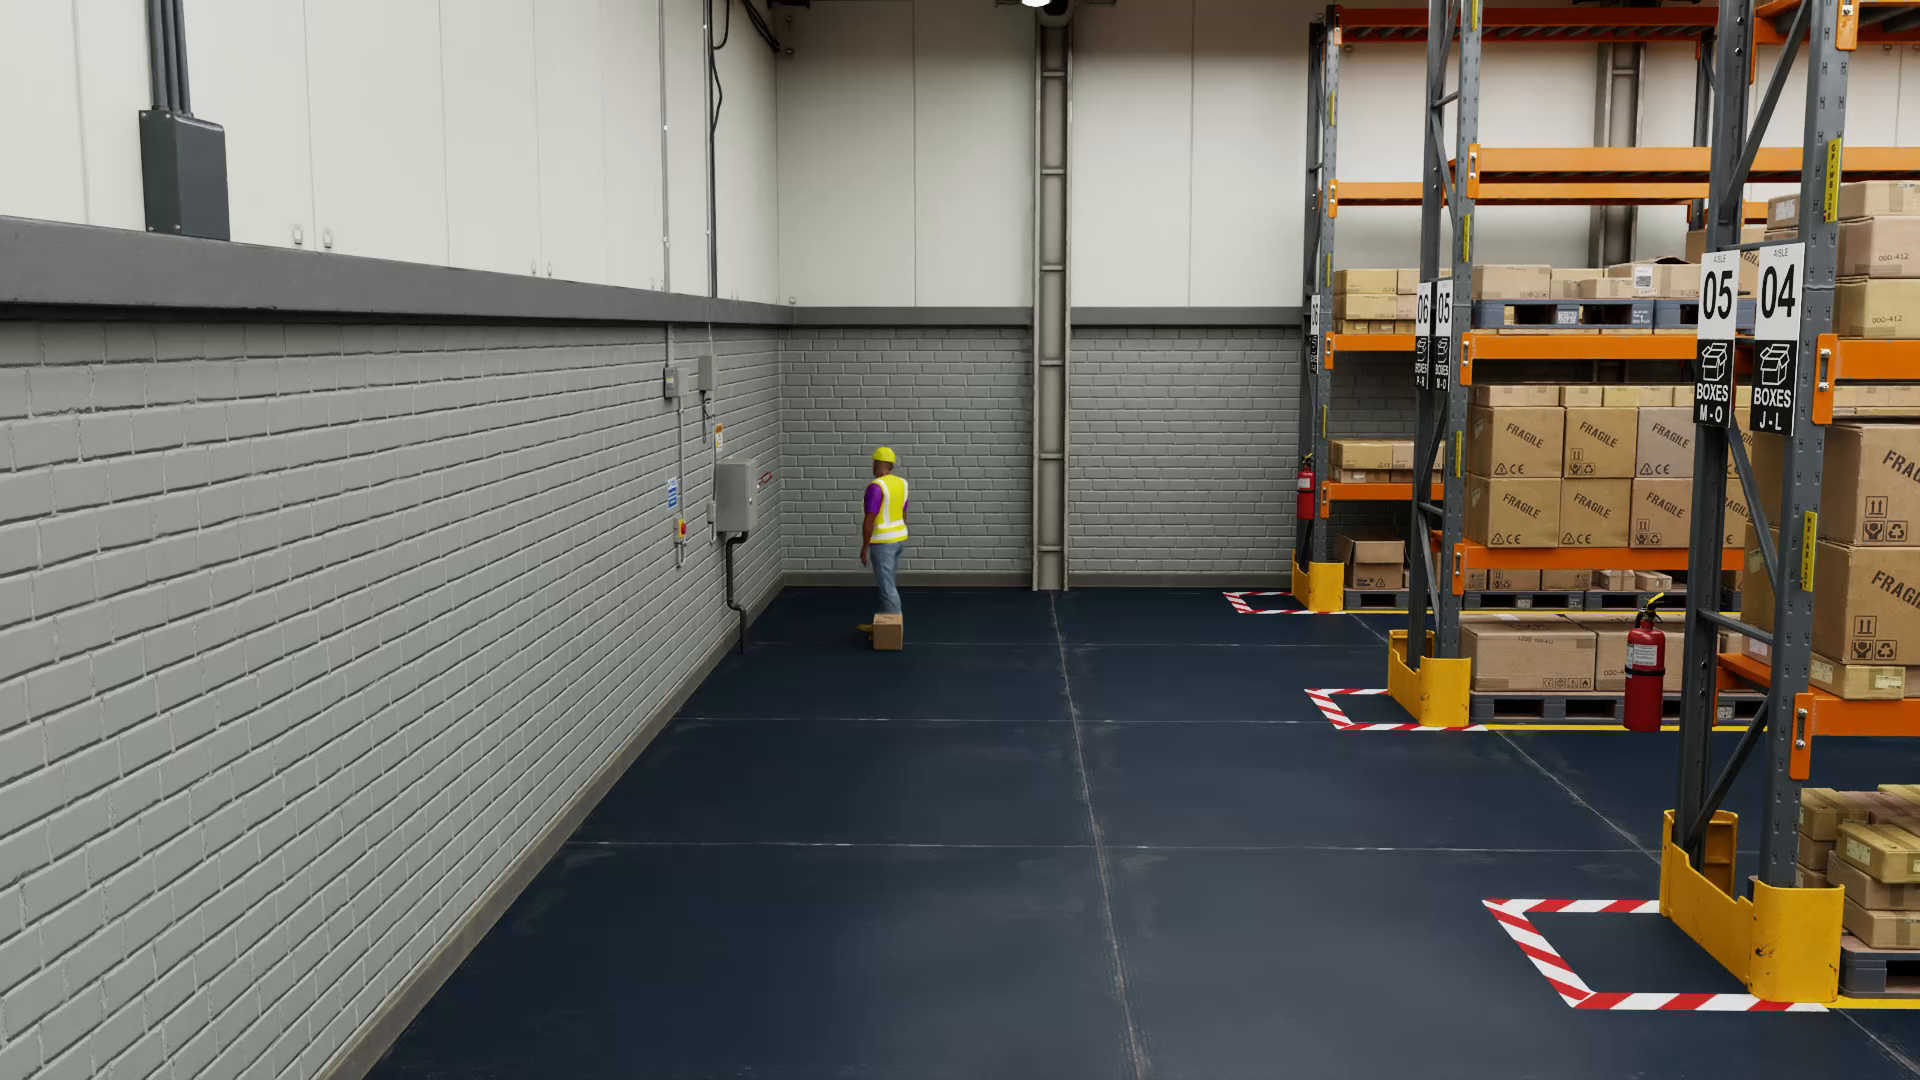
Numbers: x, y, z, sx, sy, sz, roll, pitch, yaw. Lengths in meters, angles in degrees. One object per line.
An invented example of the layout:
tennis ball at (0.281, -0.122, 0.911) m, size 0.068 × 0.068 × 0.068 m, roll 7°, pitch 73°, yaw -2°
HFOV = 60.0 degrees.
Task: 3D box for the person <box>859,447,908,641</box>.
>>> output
person at (-0.729, 0.025, 15.274) m, size 0.570 × 1.763 × 0.654 m, roll 3°, pitch 8°, yaw 26°
